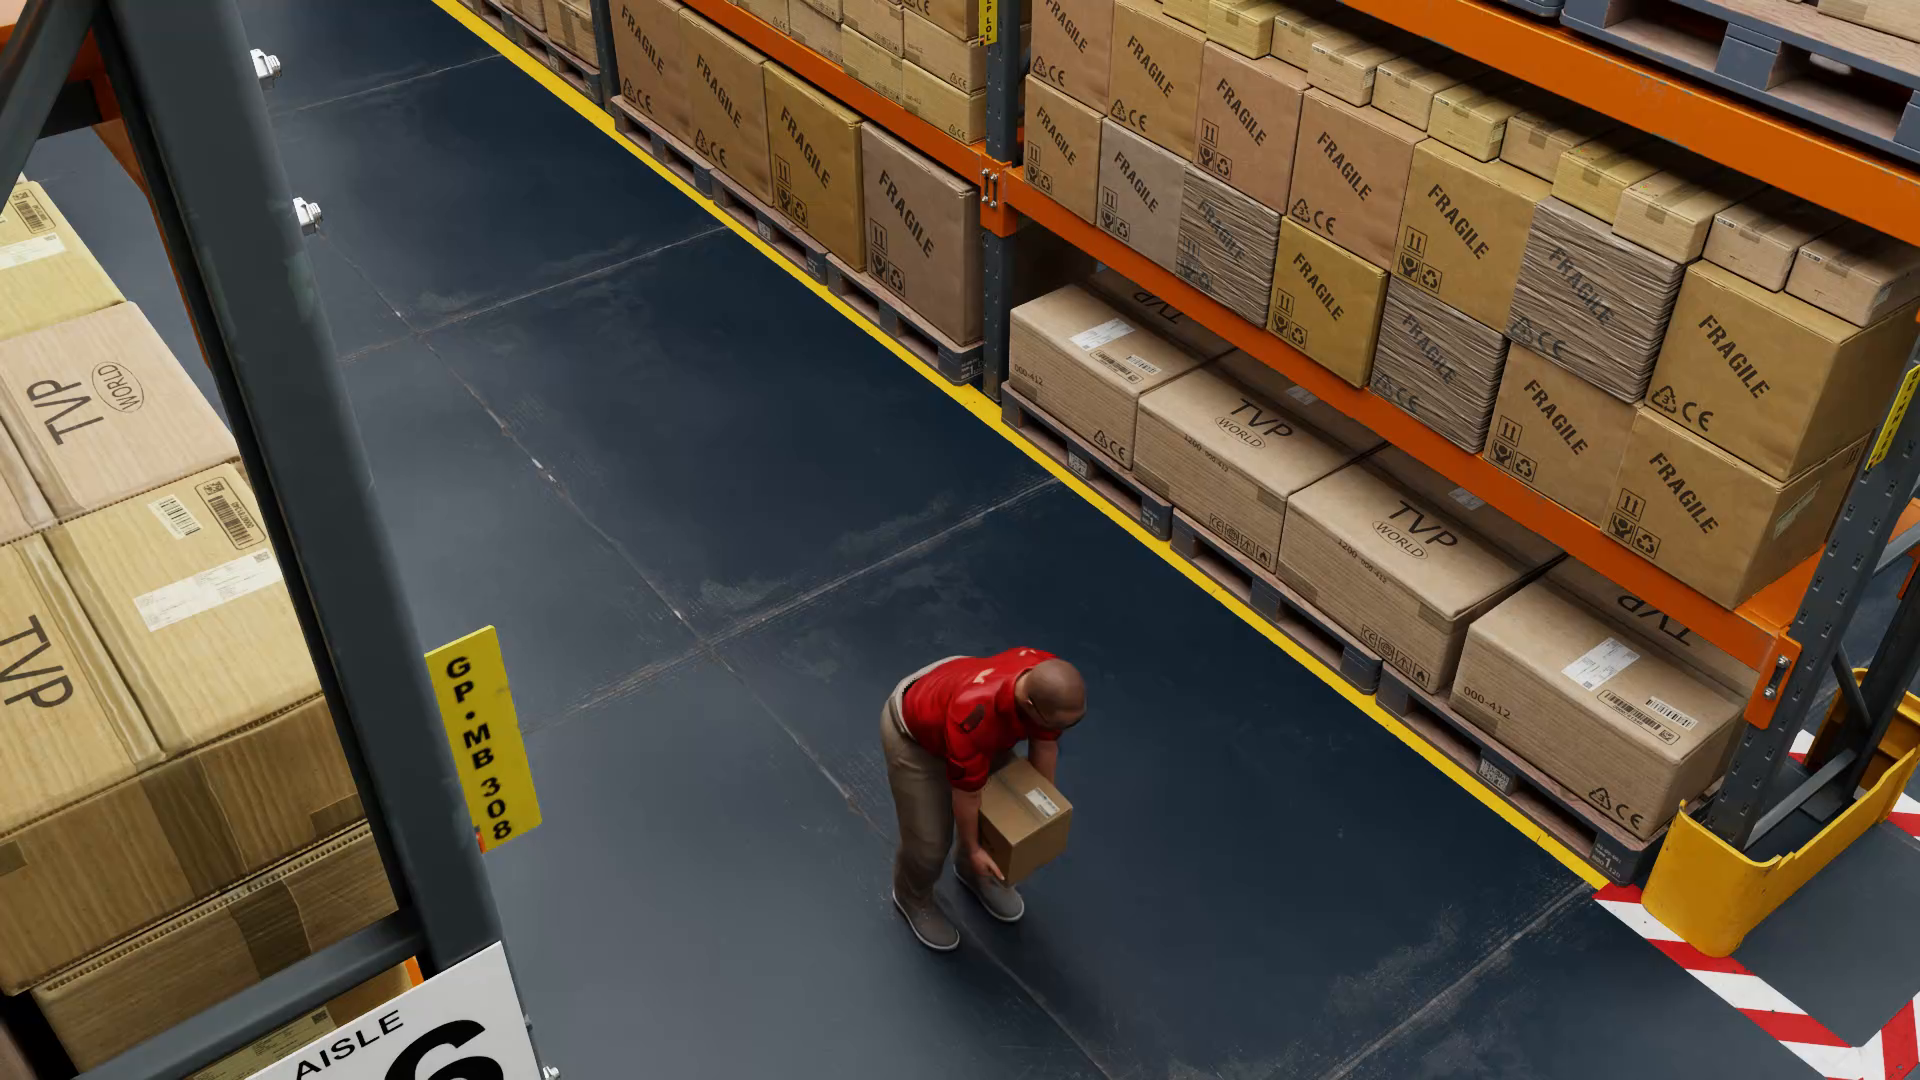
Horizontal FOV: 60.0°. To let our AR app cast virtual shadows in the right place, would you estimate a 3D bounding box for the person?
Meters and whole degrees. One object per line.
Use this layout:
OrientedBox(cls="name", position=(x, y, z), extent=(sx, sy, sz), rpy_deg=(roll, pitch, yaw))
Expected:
OrientedBox(cls="person", position=(0.086, 0.799, 5.396), extent=(0.477, 1.509, 0.779), rpy_deg=(-27, 47, -29))
